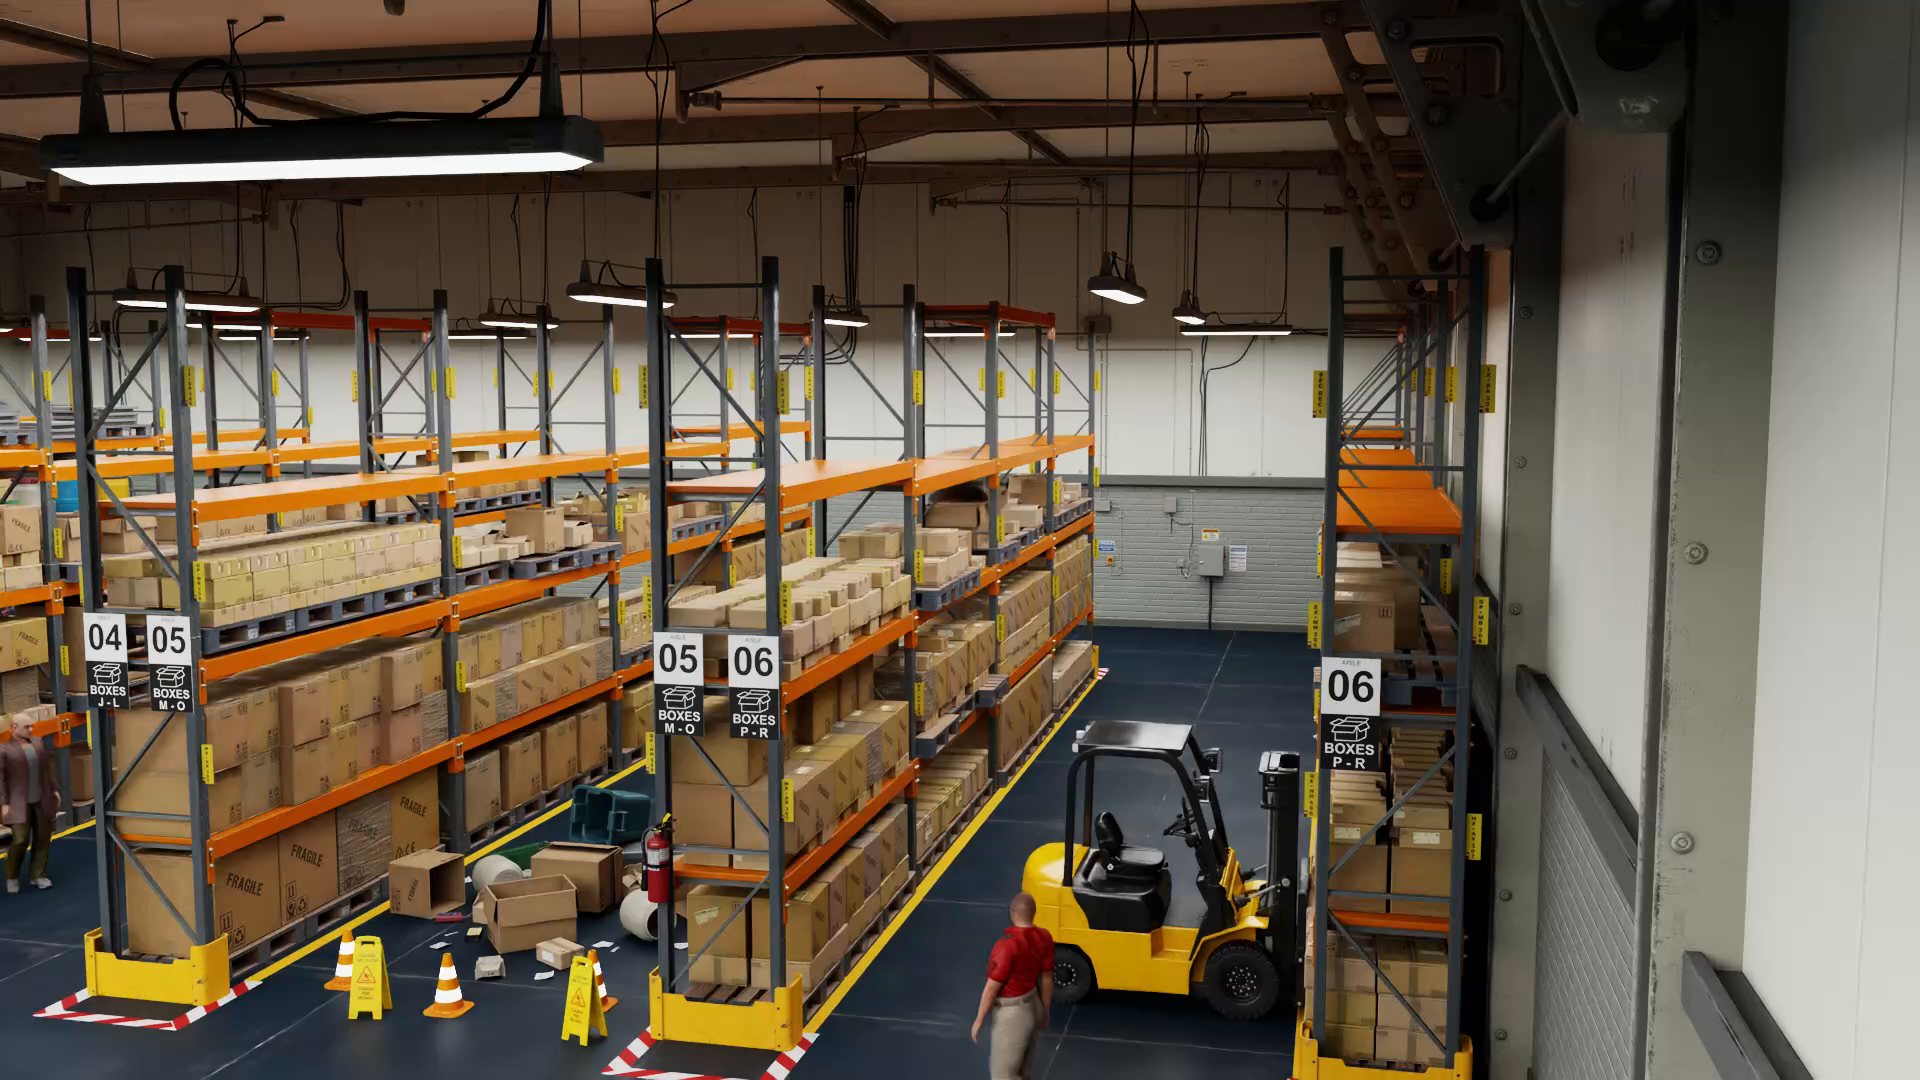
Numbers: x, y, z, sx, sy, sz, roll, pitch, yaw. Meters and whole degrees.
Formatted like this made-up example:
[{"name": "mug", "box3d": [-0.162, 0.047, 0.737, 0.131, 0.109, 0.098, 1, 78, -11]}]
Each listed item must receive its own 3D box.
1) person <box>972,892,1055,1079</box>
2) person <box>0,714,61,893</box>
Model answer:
[{"name": "person", "box3d": [0.360, 3.194, 11.078, 0.485, 1.741, 0.569, 2, 6, 20]}, {"name": "person", "box3d": [-9.321, 2.691, 16.684, 0.482, 1.708, 0.638, 4, 7, 33]}]
